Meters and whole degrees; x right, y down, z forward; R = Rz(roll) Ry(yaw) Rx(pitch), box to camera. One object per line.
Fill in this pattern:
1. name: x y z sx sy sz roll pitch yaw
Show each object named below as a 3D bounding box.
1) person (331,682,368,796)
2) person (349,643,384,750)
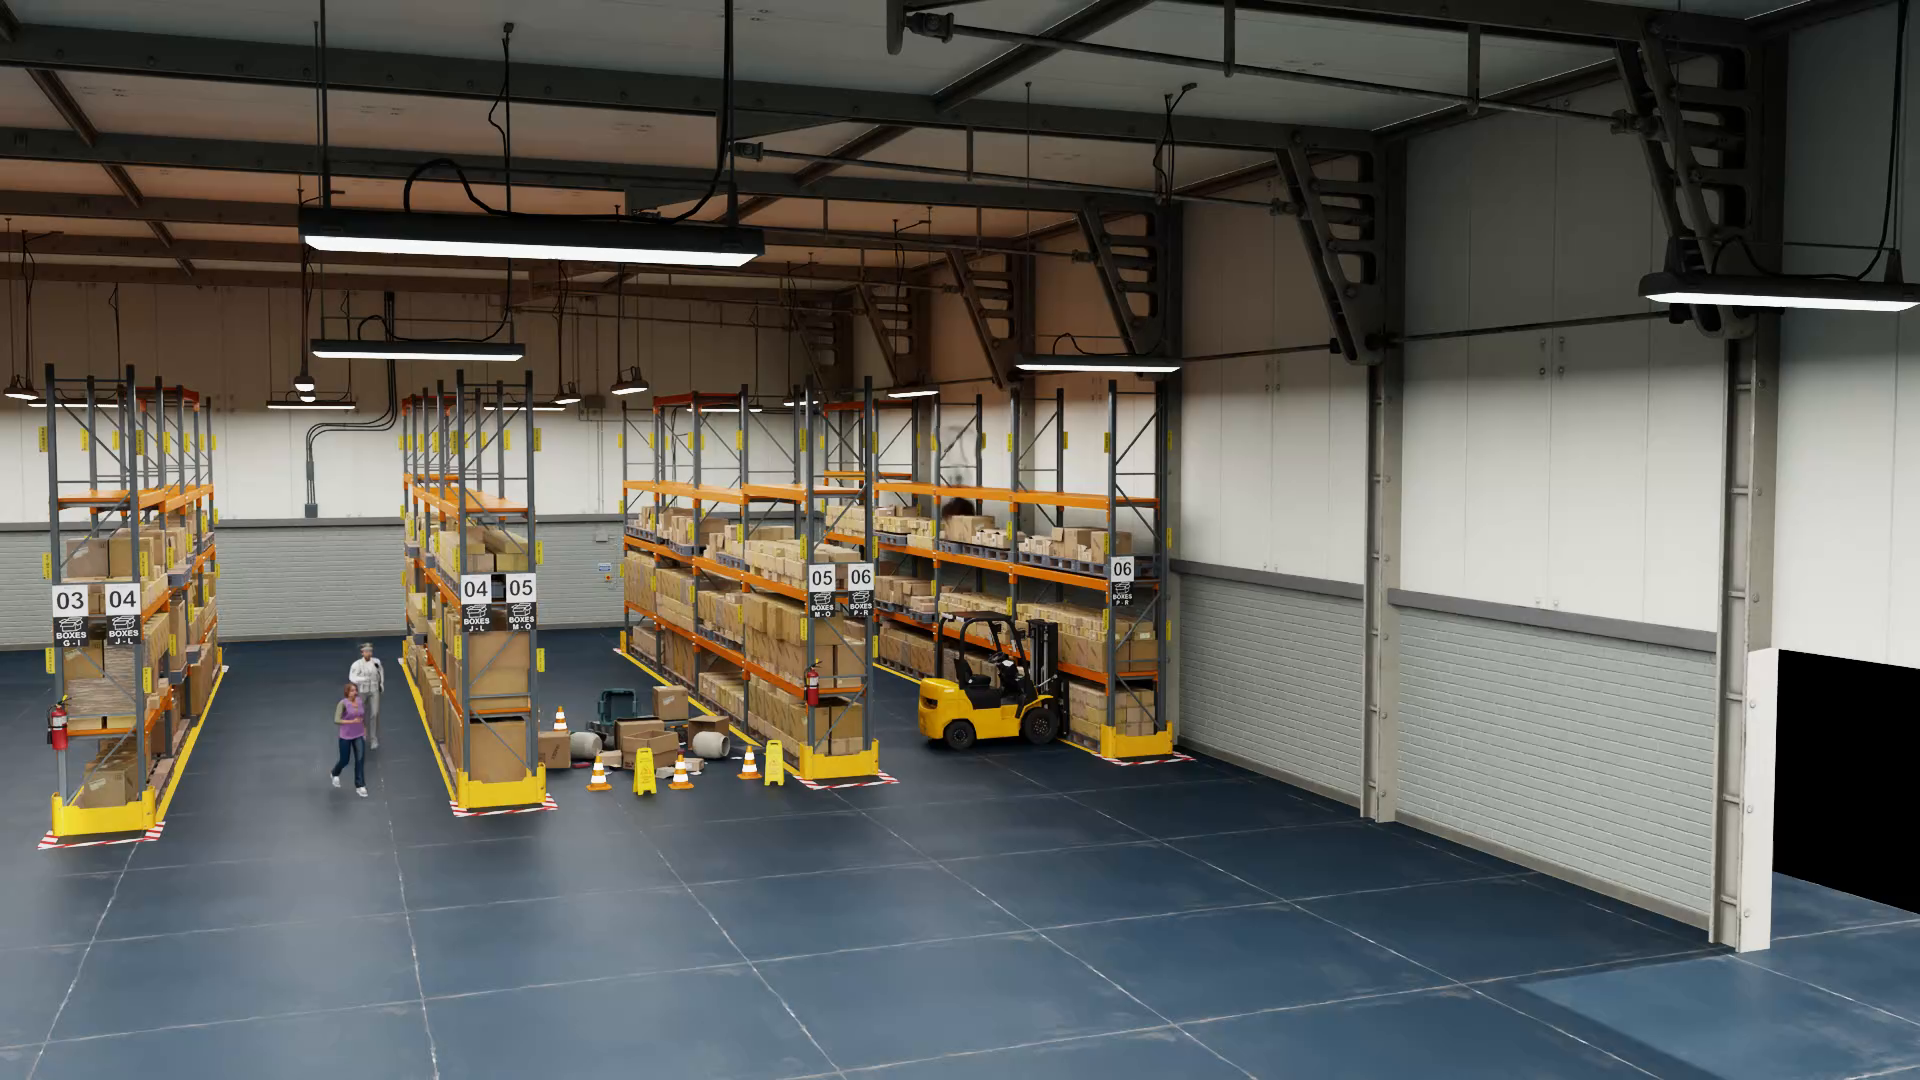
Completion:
1. person: -8.658 2.802 23.597 0.881 1.586 0.537 3 4 42
2. person: -9.772 2.538 27.414 0.589 1.715 0.883 -2 4 -30
